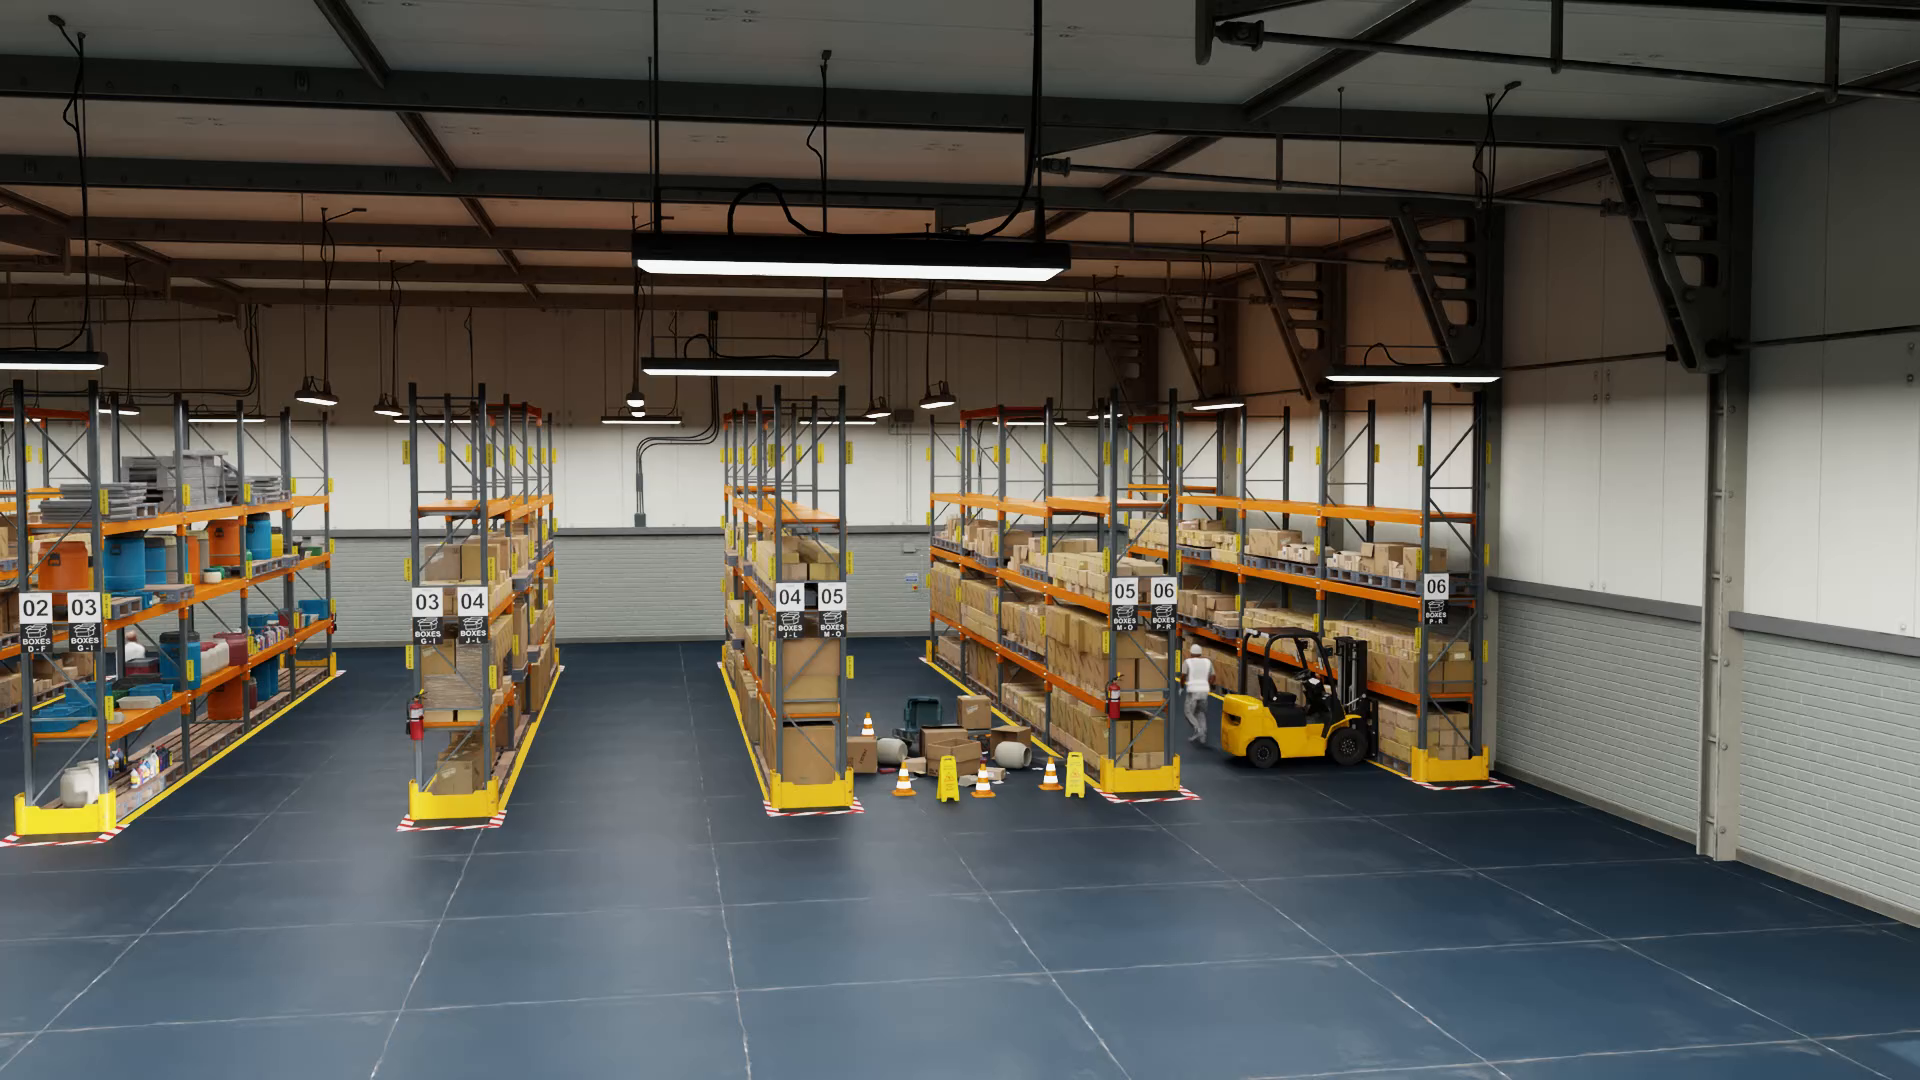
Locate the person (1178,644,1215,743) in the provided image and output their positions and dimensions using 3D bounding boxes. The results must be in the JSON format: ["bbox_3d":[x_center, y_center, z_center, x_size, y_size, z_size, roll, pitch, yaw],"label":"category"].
[{"bbox_3d":[4.190,2.690,29.060,0.657,1.691,0.818,-1,3,-15],"label":"person"}]

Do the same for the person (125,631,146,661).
[{"bbox_3d":[-15.175,2.562,30.569,0.626,1.770,0.572,0,3,-1],"label":"person"}]
